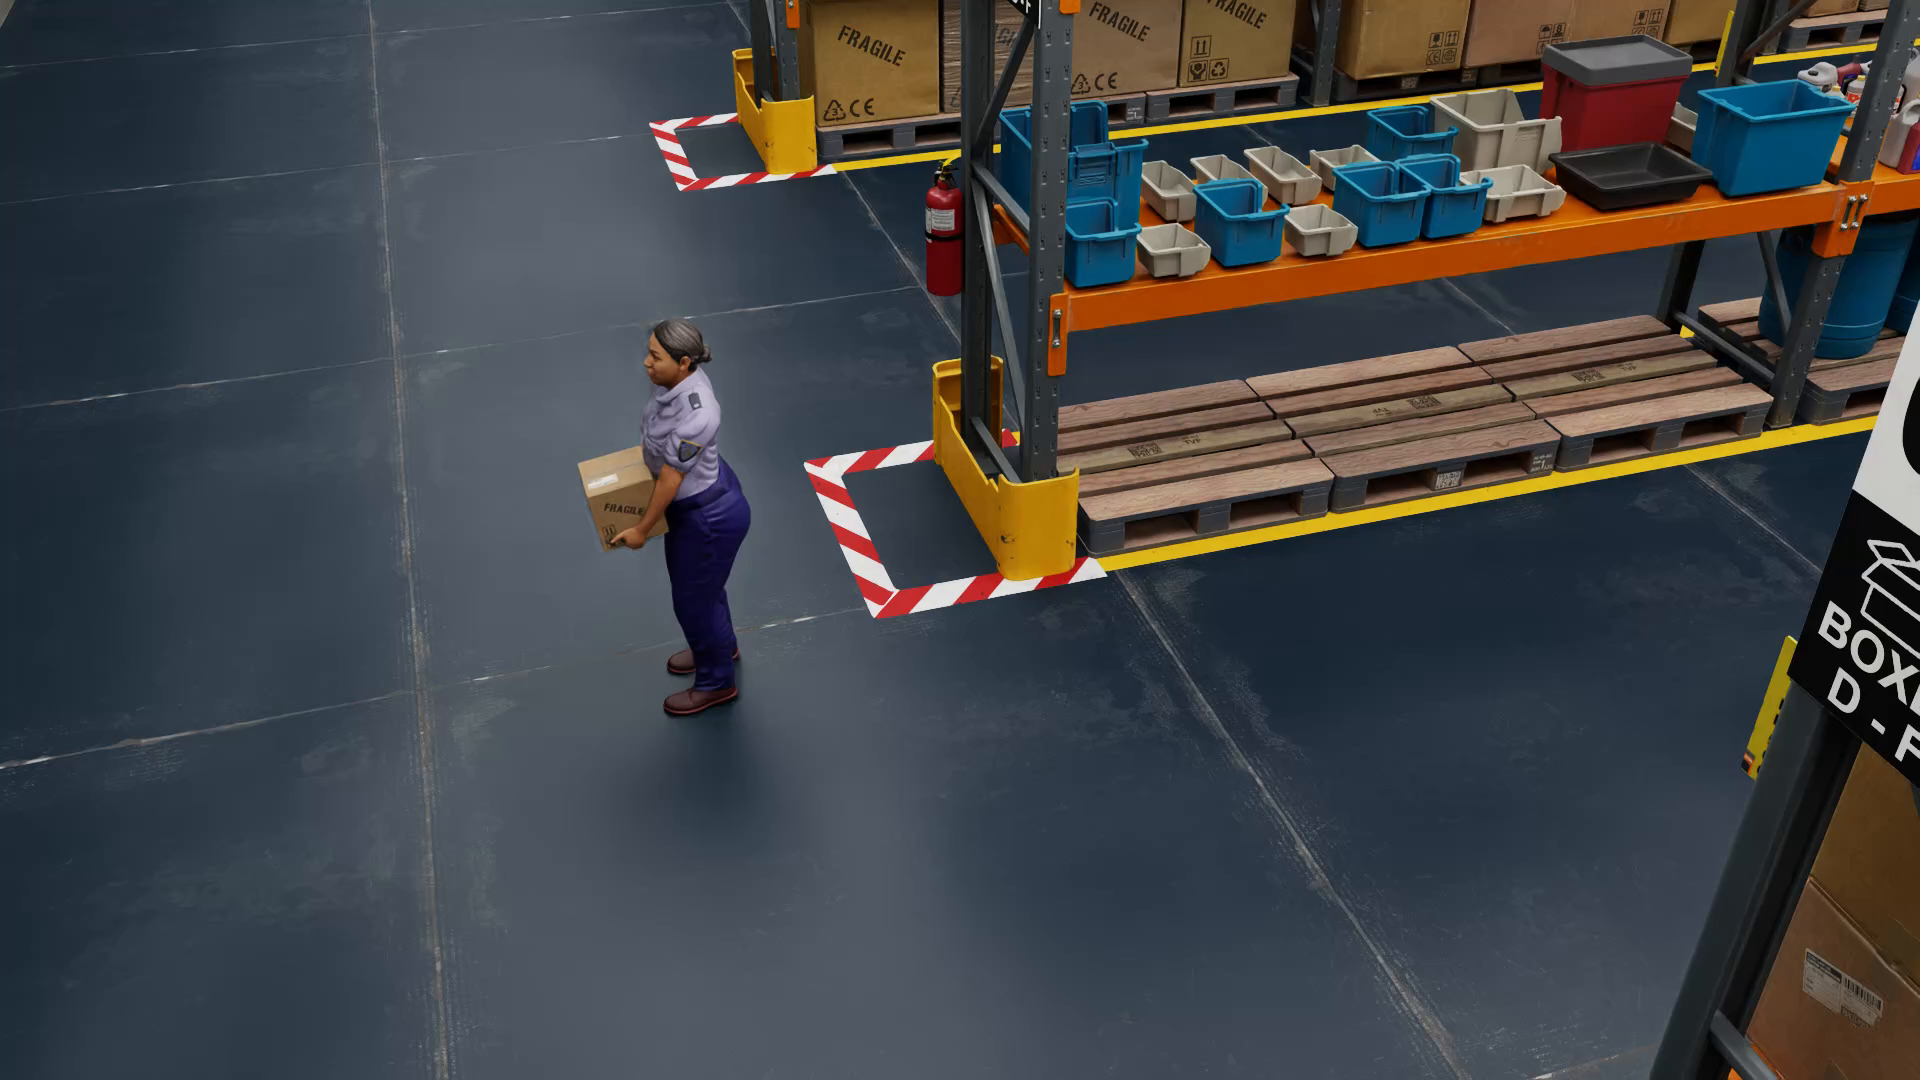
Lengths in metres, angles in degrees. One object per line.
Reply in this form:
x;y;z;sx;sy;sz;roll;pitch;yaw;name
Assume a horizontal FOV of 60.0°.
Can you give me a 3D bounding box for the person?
-1.068;-0.082;6.289;0.535;1.643;0.435;-11;36;-15;person
